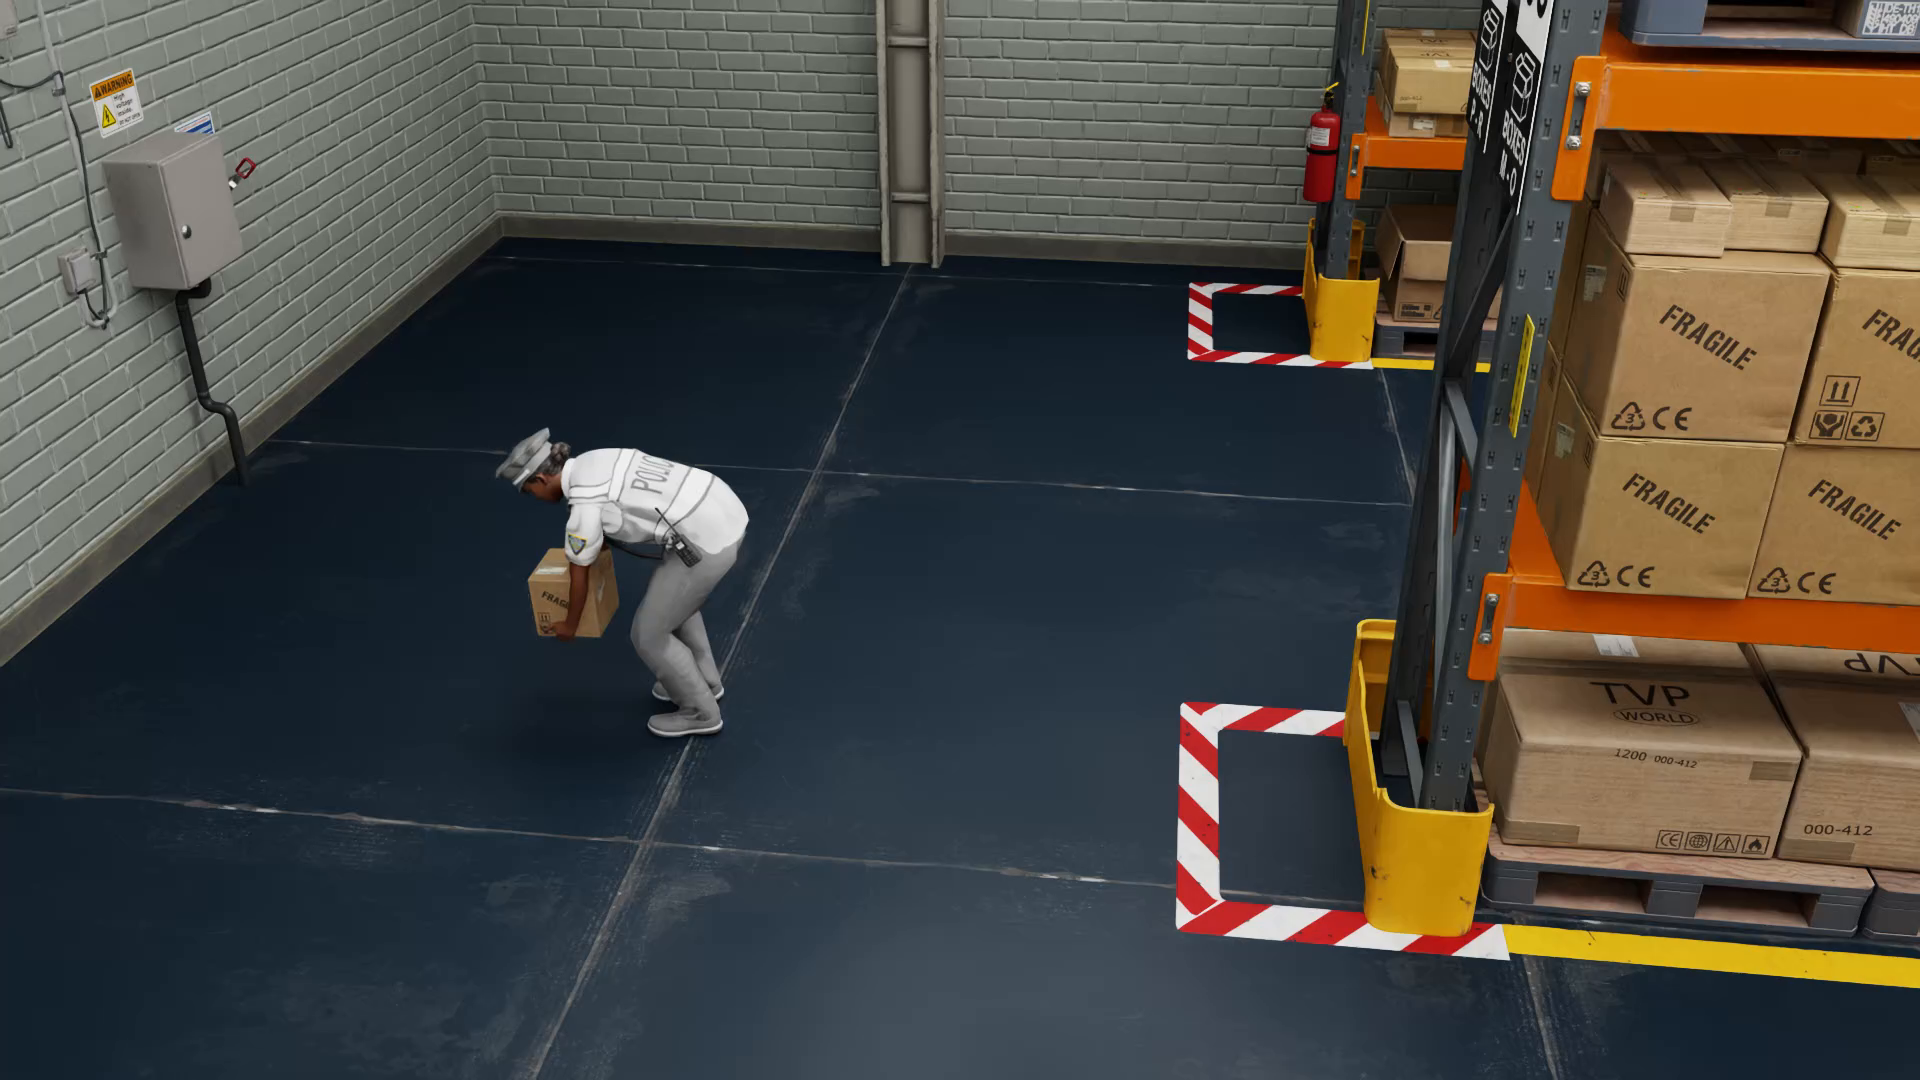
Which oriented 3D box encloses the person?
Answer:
[{"bbox_3d":[-1.254,0.150,6.330,0.915,1.207,0.430,2,29,4],"label":"person"}]
